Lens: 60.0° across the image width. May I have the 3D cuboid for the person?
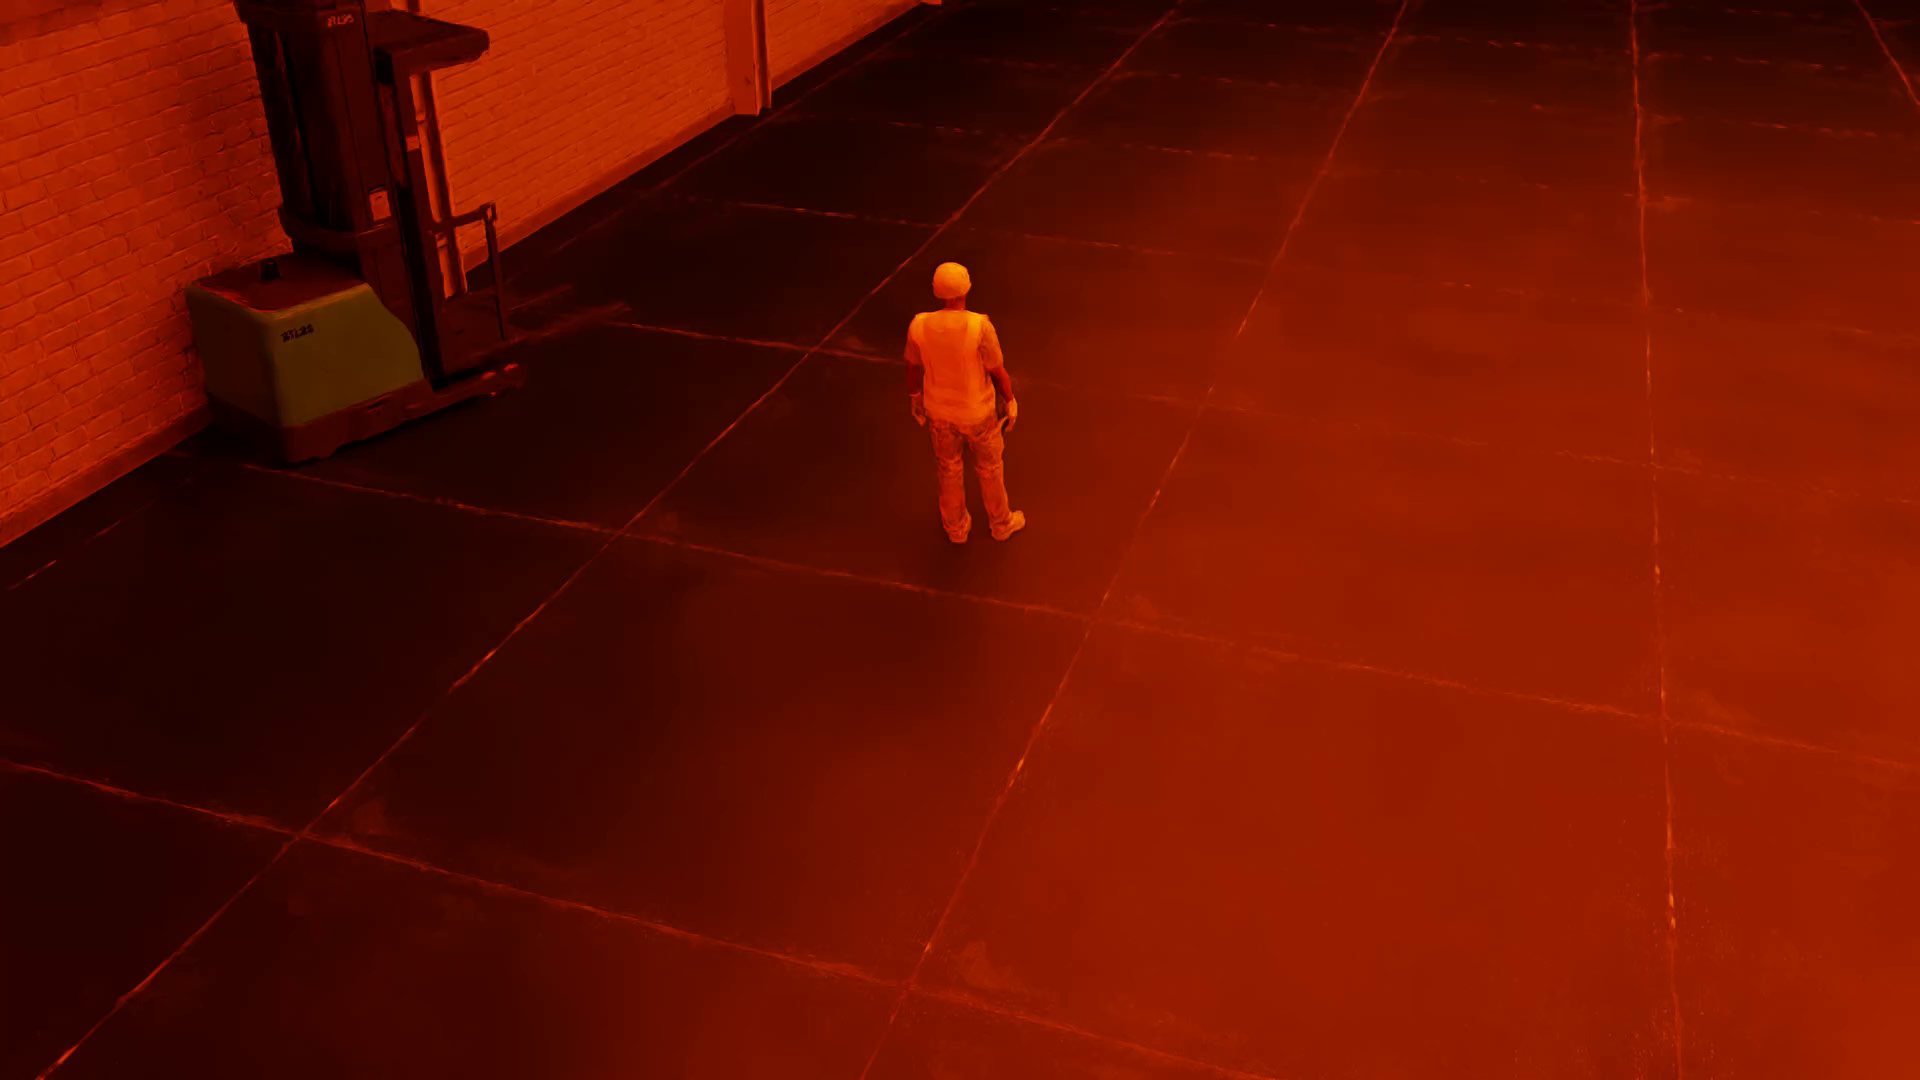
[{"bbox_3d":[0.031,-0.813,9.708,0.655,1.782,0.576,10,31,16],"label":"person"}]

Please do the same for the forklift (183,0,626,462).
[{"bbox_3d":[-3.793,-2.445,11.426,1.130,2.935,3.031,22,36,33],"label":"forklift"}]
